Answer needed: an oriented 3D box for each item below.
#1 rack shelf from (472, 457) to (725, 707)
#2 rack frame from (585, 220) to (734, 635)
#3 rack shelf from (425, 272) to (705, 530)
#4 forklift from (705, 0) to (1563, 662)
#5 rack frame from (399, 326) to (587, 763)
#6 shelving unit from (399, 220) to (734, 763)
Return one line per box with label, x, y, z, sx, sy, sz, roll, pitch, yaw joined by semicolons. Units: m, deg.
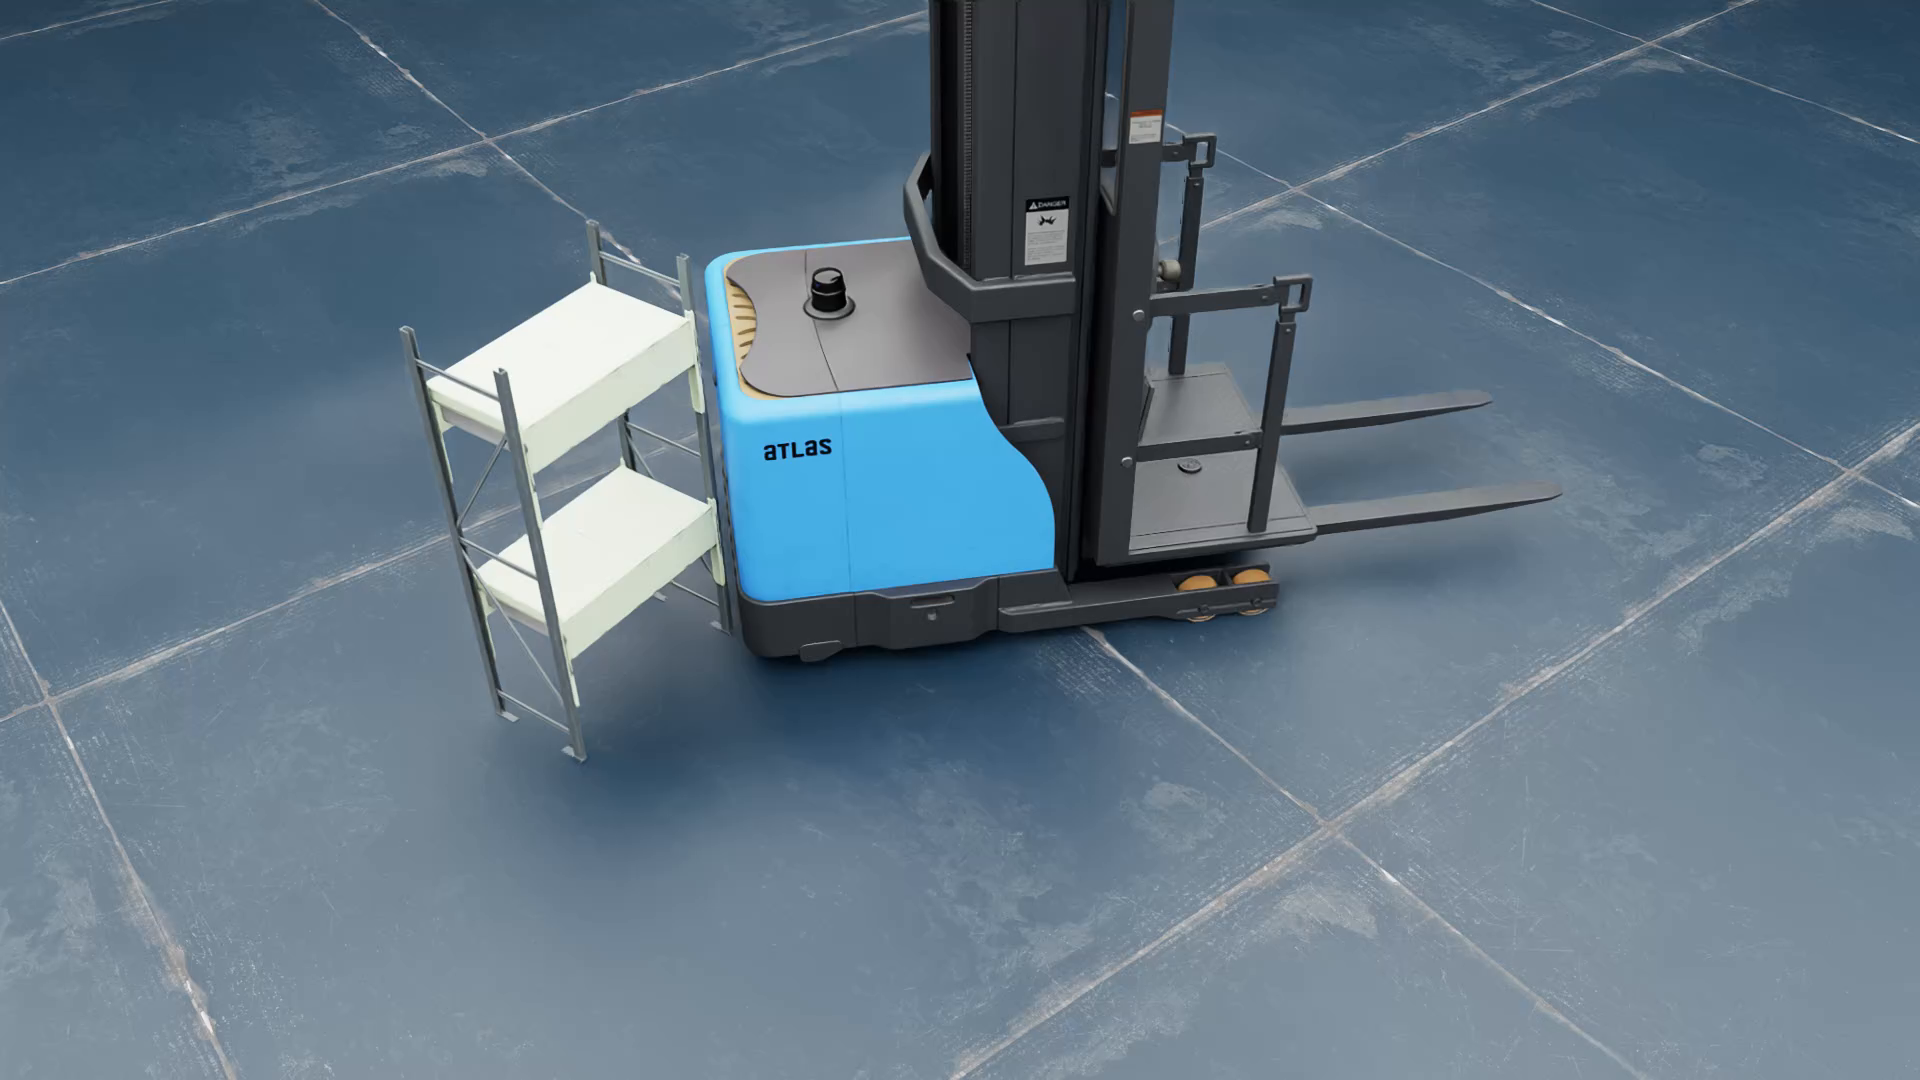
rack shelf;-1.174;0.122;5.433;0.431;0.370;0.720;23;45;26
rack frame;-0.969;-0.322;5.460;0.400;1.500;0.023;23;45;26
rack shelf;-1.174;-0.432;4.978;0.431;0.370;0.720;23;45;26
forklift;0.671;-1.168;5.363;3.031;2.935;1.130;-7;40;-8
rack frame;-1.379;0.062;4.991;0.400;1.500;0.023;23;45;26
shelving unit;-1.174;-0.130;5.226;0.431;1.500;0.755;23;45;26
